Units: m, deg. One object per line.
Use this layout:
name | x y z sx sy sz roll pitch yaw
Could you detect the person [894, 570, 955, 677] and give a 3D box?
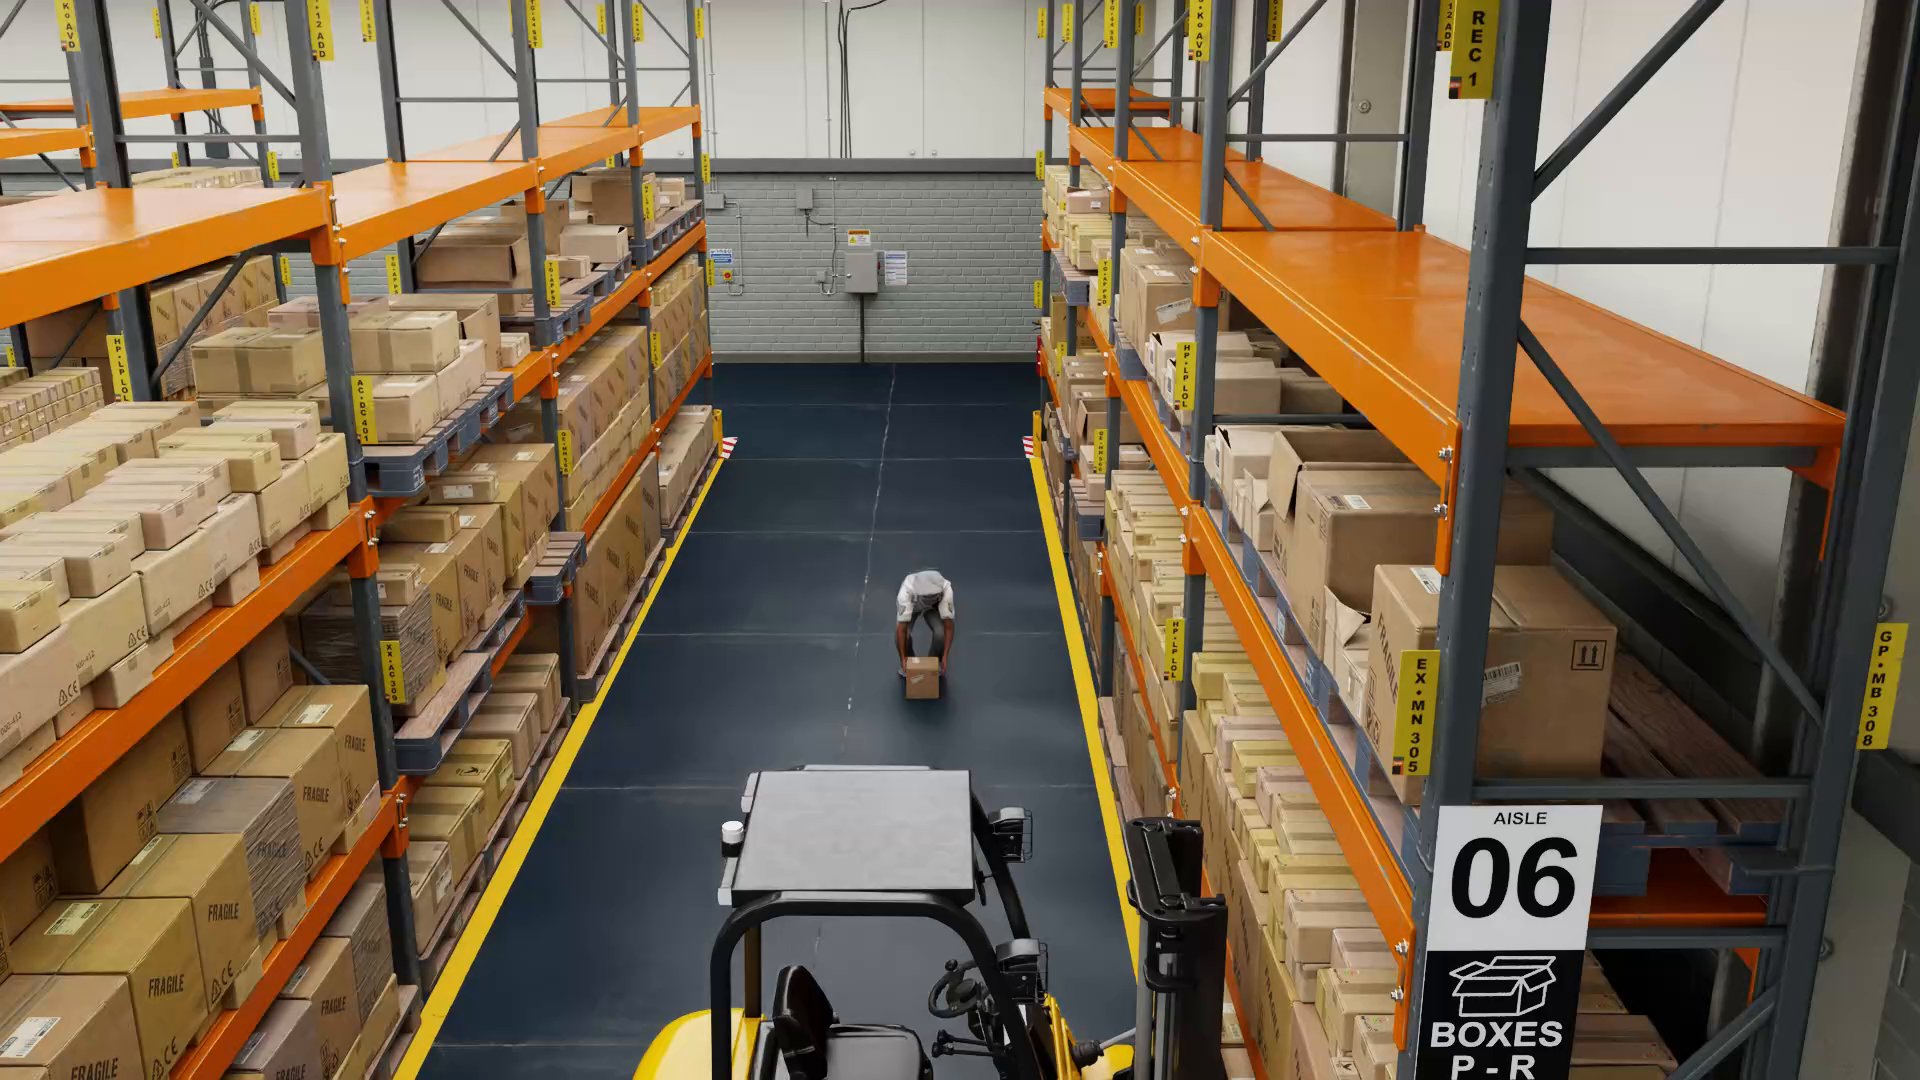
person | -0.284 0.632 13.232 0.478 0.959 0.857 0 17 -1
